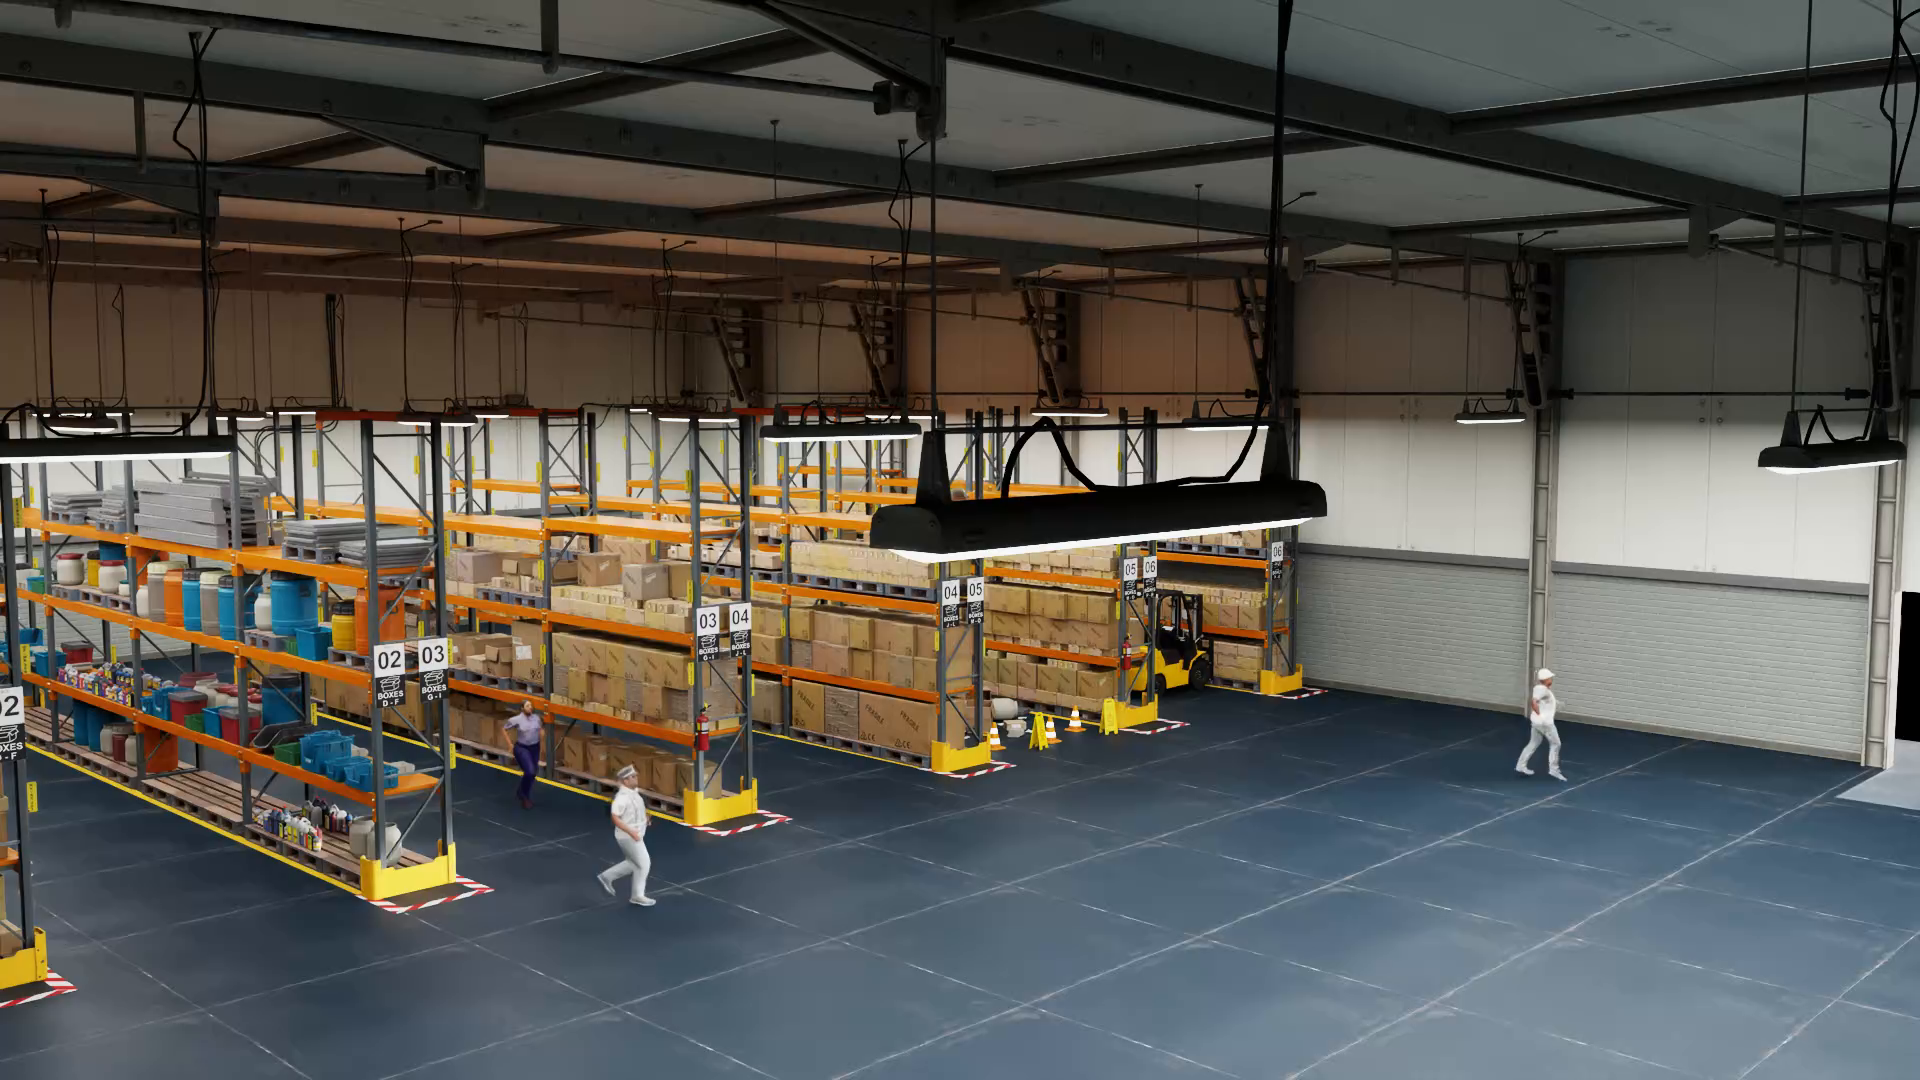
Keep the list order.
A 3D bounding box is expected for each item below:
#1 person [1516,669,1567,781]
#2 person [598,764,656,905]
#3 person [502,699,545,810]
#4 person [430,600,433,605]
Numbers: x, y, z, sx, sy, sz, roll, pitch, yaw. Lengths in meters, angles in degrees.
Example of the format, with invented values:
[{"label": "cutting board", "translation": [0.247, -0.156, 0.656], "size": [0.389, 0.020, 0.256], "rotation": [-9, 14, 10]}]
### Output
[{"label": "person", "translation": [9.534, 3.022, 27.232], "size": [0.790, 1.836, 0.690], "rotation": [0, 5, 1]}, {"label": "person", "translation": [-4.125, 3.642, 20.580], "size": [0.698, 1.770, 0.657], "rotation": [-1, 5, -6]}, {"label": "person", "translation": [-6.610, 3.277, 25.430], "size": [0.699, 1.674, 0.575], "rotation": [4, 6, 38]}, {"label": "person", "translation": [-11.892, 2.151, 37.152], "size": [0.701, 1.811, 0.873], "rotation": [-4, 7, -40]}]
